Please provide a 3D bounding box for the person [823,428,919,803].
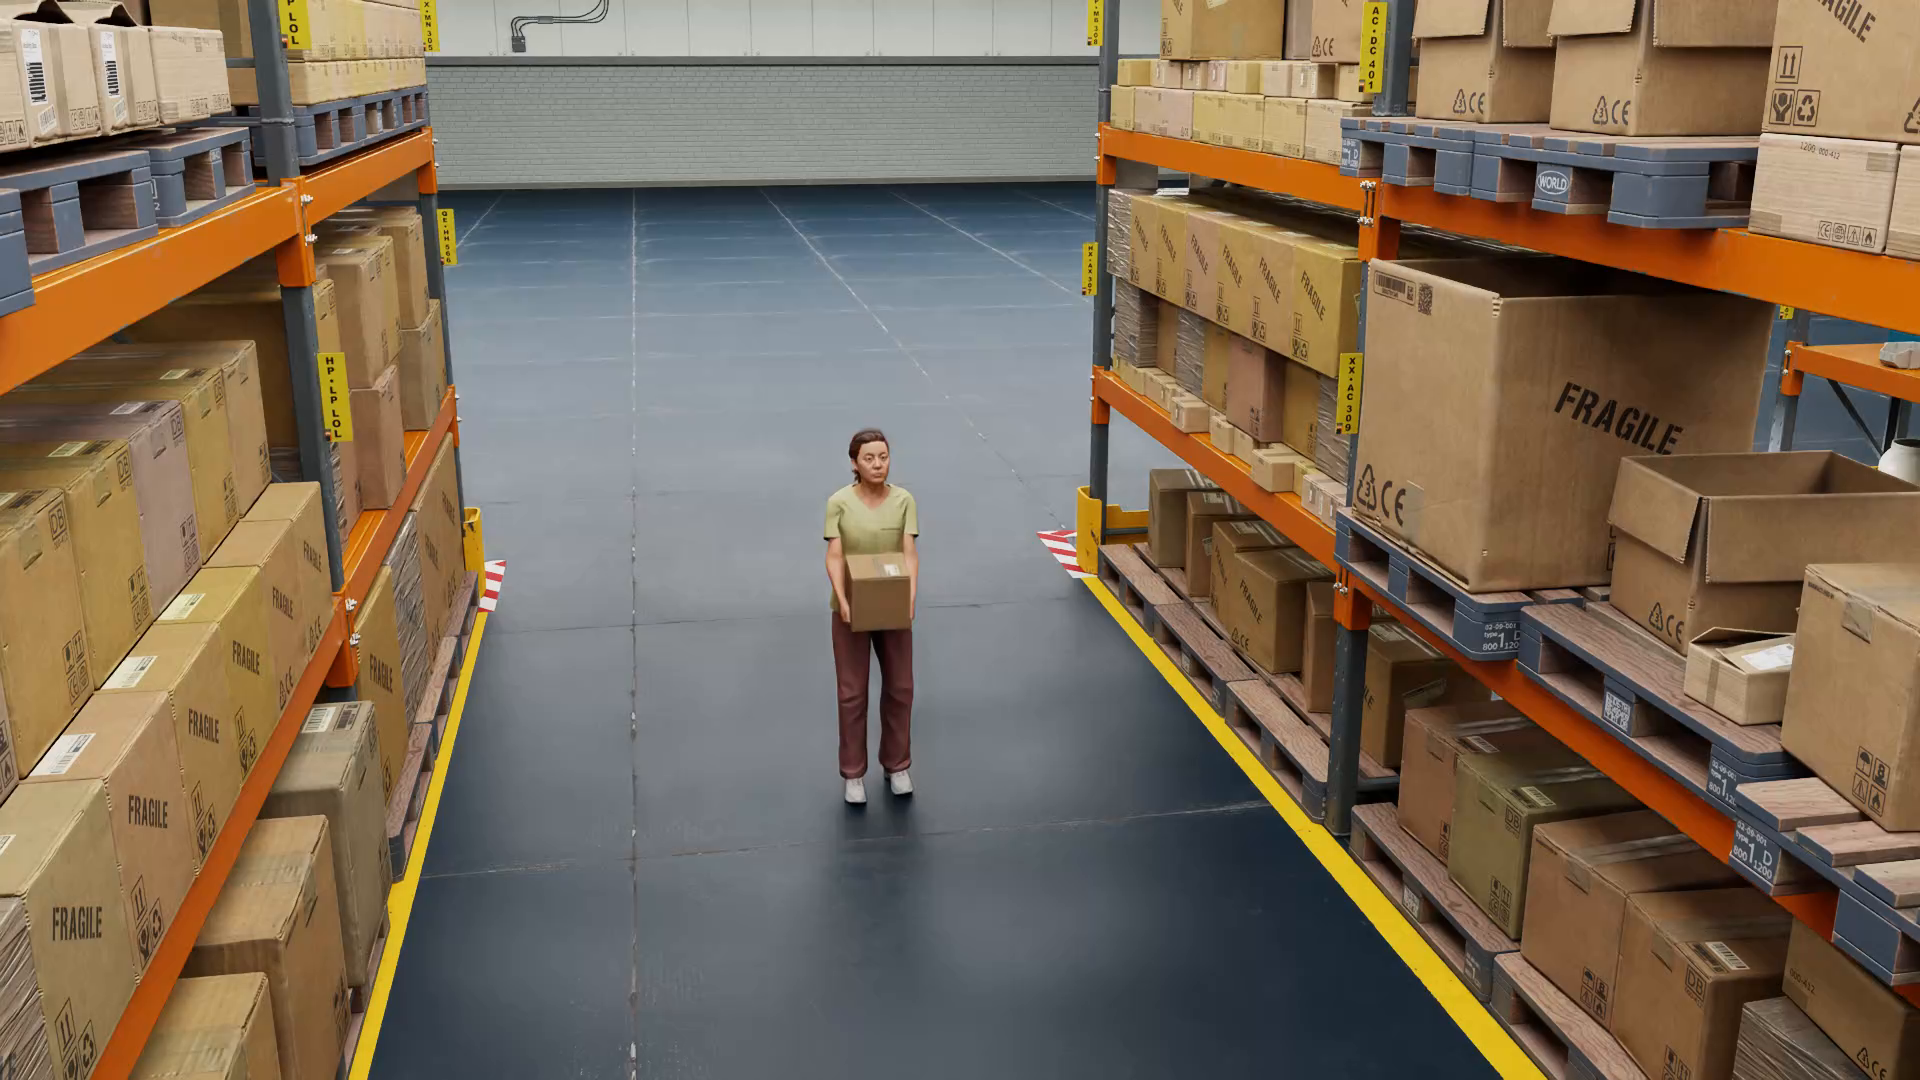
[{"bbox_3d":[-0.383,0.345,7.393,0.425,1.663,0.554,-3,17,-9],"label":"person"}]
